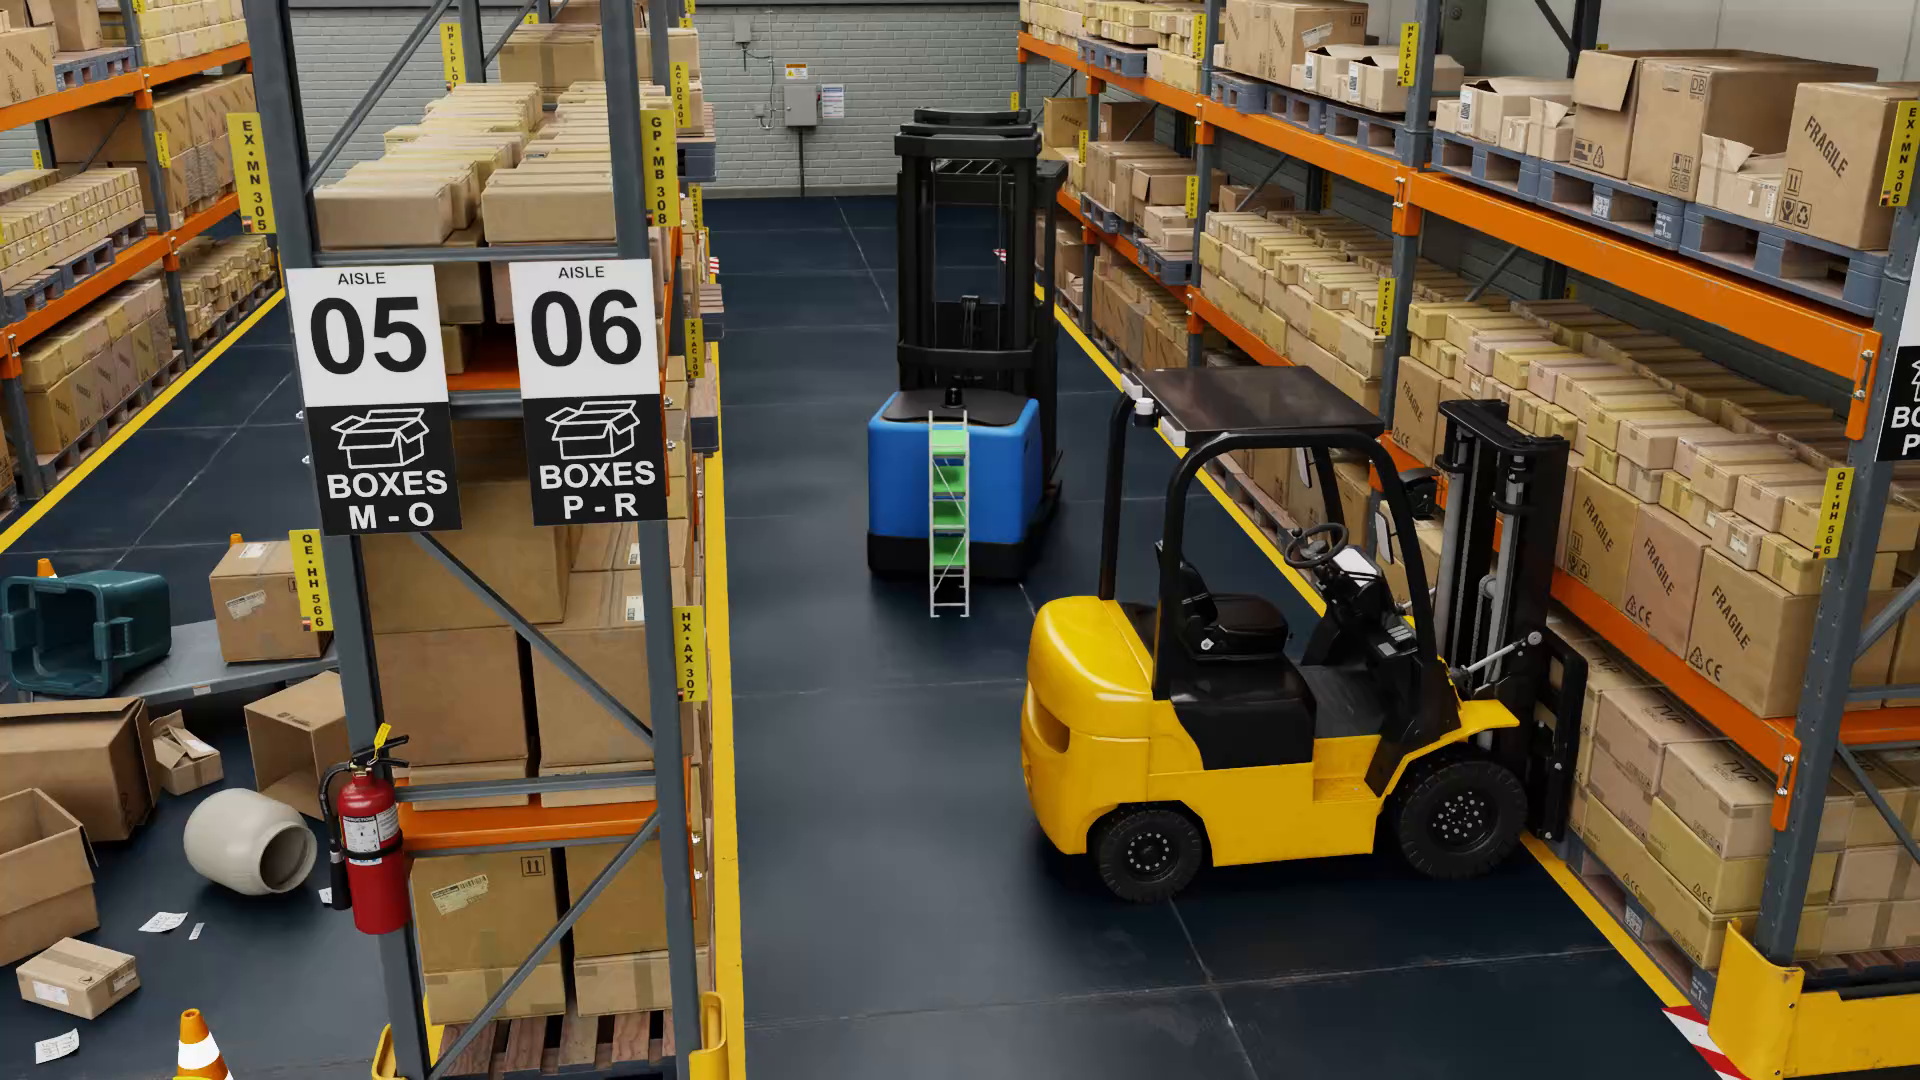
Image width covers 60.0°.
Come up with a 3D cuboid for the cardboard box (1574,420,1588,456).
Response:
[{"bbox_3d":[3.040,-0.450,7.564,0.380,0.149,0.250,-3,21,-8],"label":"cardboard box"}]

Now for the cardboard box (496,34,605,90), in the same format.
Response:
[{"bbox_3d":[-2.175,-2.553,8.877,0.500,0.250,0.500,-2,21,-7],"label":"cardboard box"}]

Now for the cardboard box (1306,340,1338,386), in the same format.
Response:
[{"bbox_3d":[2.537,-1.109,10.613,0.500,0.250,0.500,-3,21,-8],"label":"cardboard box"}]

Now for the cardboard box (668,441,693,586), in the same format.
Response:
[{"bbox_3d":[-1.416,-0.103,7.137,0.500,0.500,0.500,-3,21,-9],"label":"cardboard box"}]

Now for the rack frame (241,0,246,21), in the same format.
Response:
[{"bbox_3d":[-8.579,-7.273,18.329,1.000,3.000,0.127,-3,21,-8],"label":"rack frame"}]

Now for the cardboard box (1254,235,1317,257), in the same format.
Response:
[{"bbox_3d":[2.342,-2.099,11.980,0.380,0.149,0.250,-3,21,-7],"label":"cardboard box"}]

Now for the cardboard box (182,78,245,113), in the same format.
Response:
[{"bbox_3d":[-8.194,-4.796,18.273,0.500,0.500,0.500,-4,21,-10],"label":"cardboard box"}]

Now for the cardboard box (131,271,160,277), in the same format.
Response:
[{"bbox_3d":[-8.521,-2.683,17.237,0.380,0.149,0.250,-4,21,-10],"label":"cardboard box"}]

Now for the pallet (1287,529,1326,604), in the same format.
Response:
[{"bbox_3d":[2.801,0.209,10.856,1.003,0.211,1.213,-3,21,-8],"label":"pallet"}]

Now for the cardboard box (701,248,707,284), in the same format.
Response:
[{"bbox_3d":[-3.232,-2.892,18.233,0.875,0.438,0.875,-4,21,-9],"label":"cardboard box"}]

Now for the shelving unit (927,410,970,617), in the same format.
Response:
[{"bbox_3d":[-0.071,-0.166,10.444,0.258,1.200,0.503,0,20,-1],"label":"shelving unit"}]

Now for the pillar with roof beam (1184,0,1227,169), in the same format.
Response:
[{"bbox_3d":[-1.676,-6.494,16.242,9.100,9.000,0.400,-3,21,-8],"label":"pillar with roof beam"}]

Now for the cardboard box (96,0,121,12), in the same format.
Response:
[{"bbox_3d":[-7.804,-4.947,15.317,0.380,0.149,0.250,-3,21,-9],"label":"cardboard box"}]

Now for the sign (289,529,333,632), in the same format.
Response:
[{"bbox_3d":[-1.941,0.123,4.994,0.100,0.325,0.005,-3,21,-8],"label":"sign"}]

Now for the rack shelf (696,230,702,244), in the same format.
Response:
[{"bbox_3d":[-2.830,-2.333,14.704,1.077,0.370,4.000,-3,21,-8],"label":"rack shelf"}]

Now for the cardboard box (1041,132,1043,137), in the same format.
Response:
[{"bbox_3d":[1.088,-4.723,19.864,0.500,0.250,0.500,-3,21,-7],"label":"cardboard box"}]

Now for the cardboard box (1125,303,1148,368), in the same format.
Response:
[{"bbox_3d":[1.863,-1.924,15.554,0.500,0.500,0.500,-4,21,-10],"label":"cardboard box"}]

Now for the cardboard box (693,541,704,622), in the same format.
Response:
[{"bbox_3d":[-1.614,0.339,8.780,0.500,0.500,0.500,-3,21,-9],"label":"cardboard box"}]

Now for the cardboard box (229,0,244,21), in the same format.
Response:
[{"bbox_3d":[-8.260,-5.885,18.400,0.500,0.250,0.500,-4,21,-9],"label":"cardboard box"}]

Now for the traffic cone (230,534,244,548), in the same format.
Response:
[{"bbox_3d":[-4.561,0.187,10.554,0.336,0.463,0.334,-3,21,-8],"label":"traffic cone"}]

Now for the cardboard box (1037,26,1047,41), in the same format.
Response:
[{"bbox_3d":[1.095,-5.804,19.040,0.380,0.149,0.250,-3,21,-8],"label":"cardboard box"}]

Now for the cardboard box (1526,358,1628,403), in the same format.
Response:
[{"bbox_3d":[2.963,-0.767,7.988,0.380,0.149,0.250,-3,21,-8],"label":"cardboard box"}]

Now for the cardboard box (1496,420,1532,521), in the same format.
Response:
[{"bbox_3d":[2.917,-0.370,8.276,0.500,0.500,0.500,-3,21,-8],"label":"cardboard box"}]

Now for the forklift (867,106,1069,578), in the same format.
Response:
[{"bbox_3d":[0.159,-1.603,11.818,1.130,2.935,3.031,4,21,10],"label":"forklift"}]

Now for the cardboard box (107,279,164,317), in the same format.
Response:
[{"bbox_3d":[-7.645,-2.210,15.247,0.500,0.250,0.500,-3,21,-9],"label":"cardboard box"}]

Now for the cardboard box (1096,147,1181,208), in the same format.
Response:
[{"bbox_3d":[1.716,-3.500,16.056,0.700,0.500,0.500,-3,21,-7],"label":"cardboard box"}]

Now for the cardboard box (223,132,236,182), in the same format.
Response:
[{"bbox_3d":[-8.108,-4.153,17.980,0.500,0.500,0.500,-3,21,-8],"label":"cardboard box"}]

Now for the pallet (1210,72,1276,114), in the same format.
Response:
[{"bbox_3d":[2.556,-3.316,12.289,1.213,0.211,1.003,-2,21,-5],"label":"pallet"}]

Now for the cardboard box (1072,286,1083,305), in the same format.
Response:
[{"bbox_3d":[1.422,-2.654,18.008,0.380,0.149,0.250,-4,21,-9],"label":"cardboard box"}]

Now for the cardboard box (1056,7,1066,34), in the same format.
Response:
[{"bbox_3d":[1.328,-5.600,17.926,0.500,0.250,0.500,-2,21,-7],"label":"cardboard box"}]

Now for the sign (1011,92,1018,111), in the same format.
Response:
[{"bbox_3d":[0.679,-5.377,20.589,0.100,0.325,0.005,-3,21,-8],"label":"sign"}]

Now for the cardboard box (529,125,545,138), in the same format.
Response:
[{"bbox_3d":[-2.089,-1.723,7.544,0.500,0.250,0.500,-3,21,-8],"label":"cardboard box"}]

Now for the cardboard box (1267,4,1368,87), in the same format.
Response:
[{"bbox_3d":[2.380,-3.309,11.117,0.500,0.500,0.500,-2,21,-6],"label":"cardboard box"}]

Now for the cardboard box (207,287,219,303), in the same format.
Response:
[{"bbox_3d":[-7.986,-2.576,17.375,0.380,0.149,0.250,-2,21,-5],"label":"cardboard box"}]

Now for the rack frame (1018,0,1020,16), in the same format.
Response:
[{"bbox_3d":[1.216,-7.810,19.764,1.000,3.000,0.127,-3,21,-8],"label":"rack frame"}]

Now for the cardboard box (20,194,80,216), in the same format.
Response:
[{"bbox_3d":[-7.524,-2.762,13.733,0.380,0.149,0.250,-3,21,-9],"label":"cardboard box"}]

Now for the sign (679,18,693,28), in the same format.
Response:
[{"bbox_3d":[-2.004,-3.652,12.180,0.100,0.325,0.005,-3,21,-8],"label":"sign"}]

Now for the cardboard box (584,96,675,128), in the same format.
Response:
[{"bbox_3d":[-1.474,-1.891,7.425,0.380,0.149,0.250,-2,21,-6],"label":"cardboard box"}]

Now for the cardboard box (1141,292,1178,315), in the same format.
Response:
[{"bbox_3d":[1.884,-2.178,15.305,0.380,0.149,0.250,-4,21,-10],"label":"cardboard box"}]

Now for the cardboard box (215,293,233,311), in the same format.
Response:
[{"bbox_3d":[-7.964,-2.529,17.674,0.380,0.149,0.250,-3,21,-9],"label":"cardboard box"}]

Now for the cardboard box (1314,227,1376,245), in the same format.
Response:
[{"bbox_3d":[2.846,-2.218,12.299,0.380,0.149,0.250,-3,21,-9],"label":"cardboard box"}]

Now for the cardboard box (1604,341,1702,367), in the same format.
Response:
[{"bbox_3d":[3.453,-0.885,8.303,0.380,0.149,0.250,-3,21,-9],"label":"cardboard box"}]

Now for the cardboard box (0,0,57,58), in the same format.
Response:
[{"bbox_3d":[-7.909,-4.187,13.604,0.797,0.503,0.637,-3,21,-8],"label":"cardboard box"}]

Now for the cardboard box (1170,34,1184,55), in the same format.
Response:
[{"bbox_3d":[1.971,-4.129,13.840,0.380,0.149,0.250,-3,21,-8],"label":"cardboard box"}]

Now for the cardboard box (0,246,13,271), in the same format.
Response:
[{"bbox_3d":[-7.296,-2.089,12.356,0.380,0.149,0.250,-2,21,-5],"label":"cardboard box"}]

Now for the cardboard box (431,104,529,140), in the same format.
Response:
[{"bbox_3d":[-2.050,-1.772,7.106,0.380,0.149,0.250,-4,21,-10],"label":"cardboard box"}]

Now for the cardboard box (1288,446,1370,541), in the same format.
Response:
[{"bbox_3d":[2.756,-0.378,11.235,0.875,0.625,0.625,-3,21,-8],"label":"cardboard box"}]

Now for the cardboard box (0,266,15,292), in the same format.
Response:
[{"bbox_3d":[-7.290,-1.937,12.375,0.380,0.149,0.250,-3,21,-9],"label":"cardboard box"}]

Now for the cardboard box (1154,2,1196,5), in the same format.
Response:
[{"bbox_3d":[2.056,-5.013,15.754,0.380,0.149,0.250,-3,21,-9],"label":"cardboard box"}]

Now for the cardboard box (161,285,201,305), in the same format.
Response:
[{"bbox_3d":[-7.828,-2.446,16.602,0.380,0.149,0.250,-2,21,-5],"label":"cardboard box"}]

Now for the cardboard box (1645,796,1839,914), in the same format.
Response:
[{"bbox_3d":[3.143,1.245,6.711,0.500,0.250,0.500,-3,21,-8],"label":"cardboard box"}]

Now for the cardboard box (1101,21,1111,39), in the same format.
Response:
[{"bbox_3d":[1.531,-4.756,15.491,0.380,0.149,0.250,-3,21,-7],"label":"cardboard box"}]

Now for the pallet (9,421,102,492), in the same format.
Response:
[{"bbox_3d":[-7.537,-0.657,13.175,1.003,0.211,1.213,-3,21,-8],"label":"pallet"}]

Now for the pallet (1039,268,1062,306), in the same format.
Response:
[{"bbox_3d":[1.516,-2.969,19.364,1.003,0.211,1.213,-3,21,-8],"label":"pallet"}]

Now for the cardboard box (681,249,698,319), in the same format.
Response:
[{"bbox_3d":[-1.879,-1.498,10.271,0.500,0.500,0.500,-3,21,-8],"label":"cardboard box"}]
